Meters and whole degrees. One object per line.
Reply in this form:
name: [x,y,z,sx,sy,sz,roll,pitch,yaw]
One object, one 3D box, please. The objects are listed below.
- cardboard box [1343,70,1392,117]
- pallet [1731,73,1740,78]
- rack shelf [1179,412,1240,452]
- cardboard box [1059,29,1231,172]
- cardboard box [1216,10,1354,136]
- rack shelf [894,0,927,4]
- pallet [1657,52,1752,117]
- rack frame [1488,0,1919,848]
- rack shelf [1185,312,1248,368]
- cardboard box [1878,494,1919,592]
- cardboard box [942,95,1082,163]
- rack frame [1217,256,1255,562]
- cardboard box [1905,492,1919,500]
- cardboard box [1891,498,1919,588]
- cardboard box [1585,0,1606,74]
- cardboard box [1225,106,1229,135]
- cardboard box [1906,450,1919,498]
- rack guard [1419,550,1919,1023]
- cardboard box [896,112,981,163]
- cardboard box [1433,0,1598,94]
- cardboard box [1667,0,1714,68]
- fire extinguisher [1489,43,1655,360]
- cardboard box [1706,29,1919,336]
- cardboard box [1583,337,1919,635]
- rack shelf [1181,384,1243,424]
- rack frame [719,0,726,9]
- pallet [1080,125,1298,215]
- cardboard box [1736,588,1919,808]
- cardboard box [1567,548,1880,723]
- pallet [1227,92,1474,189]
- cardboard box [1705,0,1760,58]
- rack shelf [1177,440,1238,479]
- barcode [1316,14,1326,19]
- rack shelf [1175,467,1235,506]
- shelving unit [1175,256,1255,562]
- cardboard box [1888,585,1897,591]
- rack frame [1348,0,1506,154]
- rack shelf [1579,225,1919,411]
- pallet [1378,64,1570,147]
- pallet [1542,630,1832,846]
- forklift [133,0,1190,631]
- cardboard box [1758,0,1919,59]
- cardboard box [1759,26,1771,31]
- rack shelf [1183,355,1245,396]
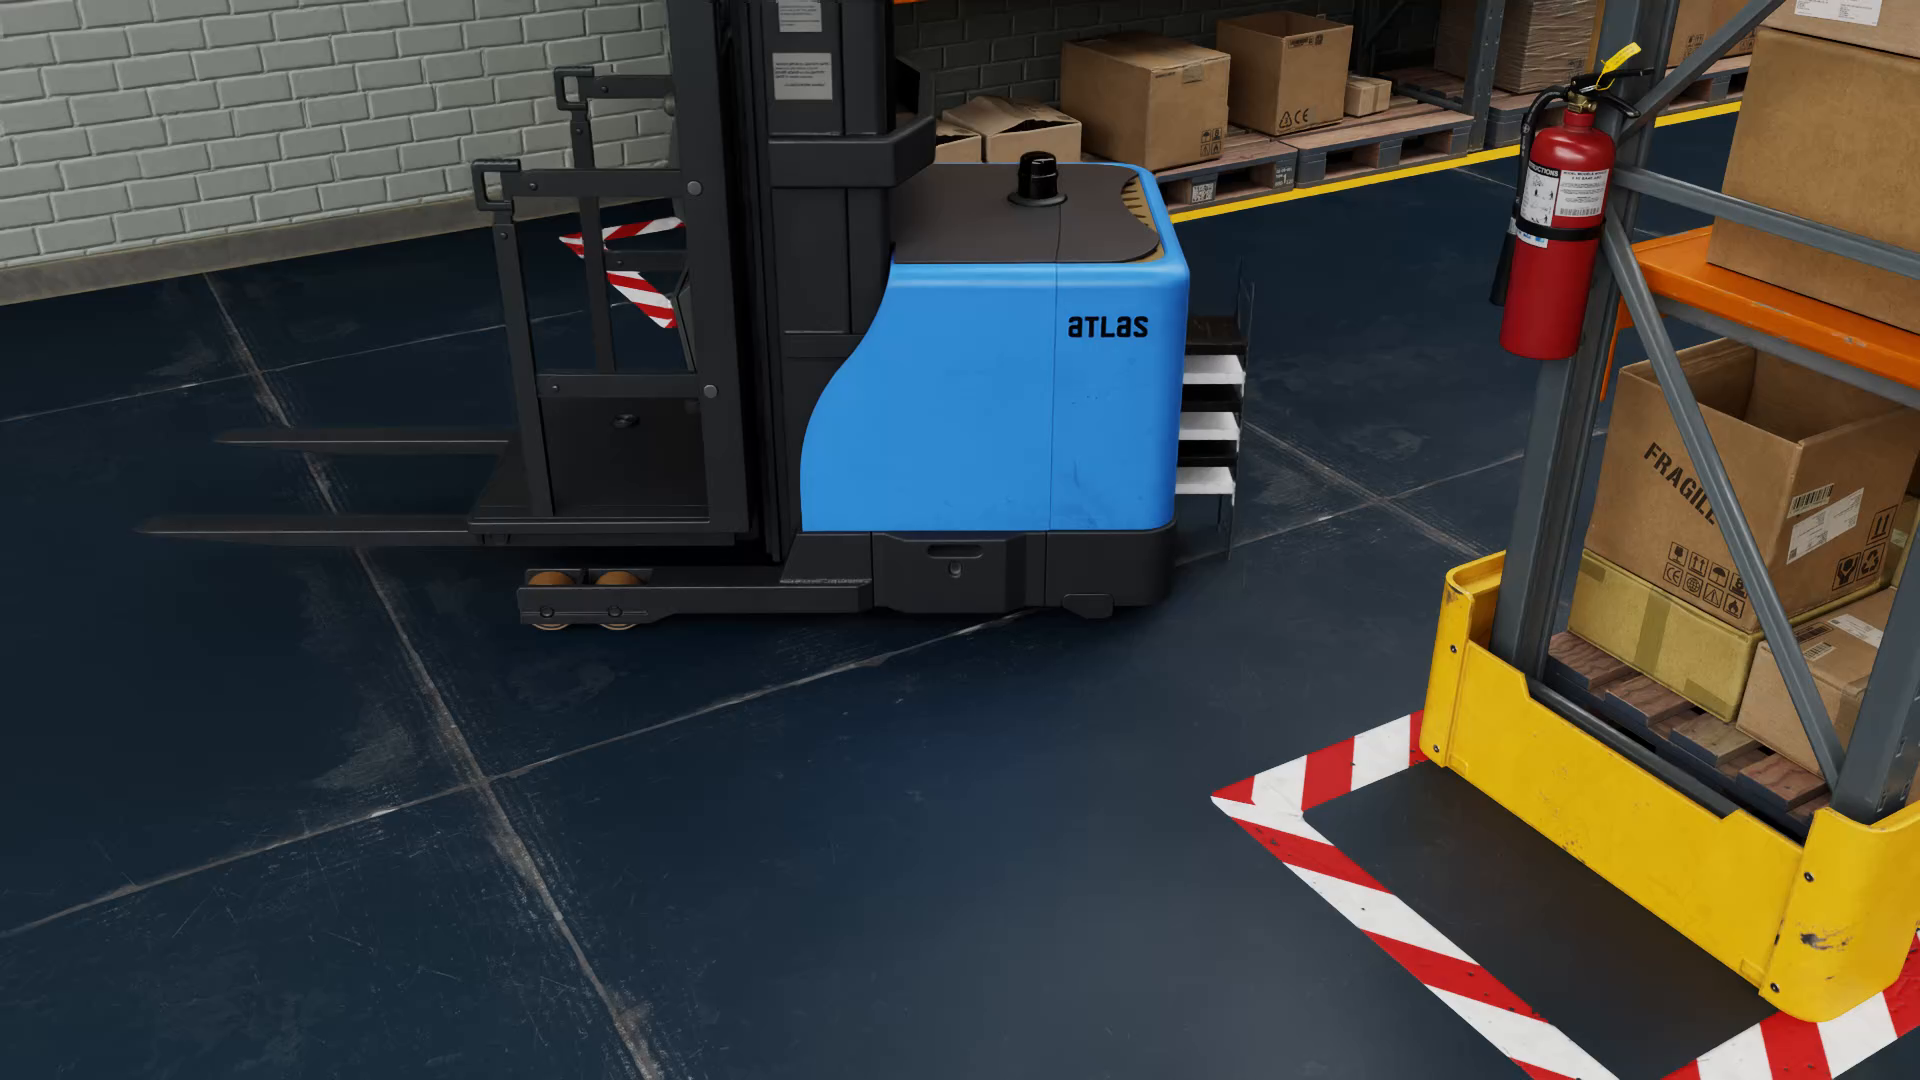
cardboard box: [2.113,-2.445,9.053,0.250,0.166,0.380,-21,35,-33]
pallet: [5.334,-3.204,10.837,1.213,0.211,1.003,-16,33,-26]
rack shelf: [0.726,-0.355,5.030,0.200,0.077,0.258,0,29,0]
cardboard box: [0.902,-2.185,8.237,0.500,0.500,0.700,-18,34,-29]
cardboard box: [1.685,-2.464,8.741,0.500,0.500,0.500,-19,34,-30]
rack shelf: [0.835,-2.832,8.021,4.000,0.370,1.077,-16,33,-26]
pallet: [4.283,-2.907,10.299,1.213,0.211,1.003,-16,33,-26]
rack frame: [1.624,-0.594,3.222,0.127,3.000,1.000,-16,33,-26]
rack shelf: [0.726,-0.591,4.900,0.200,0.077,0.258,0,29,0]
cardboard box: [2.361,0.044,4.477,0.500,0.250,0.500,-16,33,-26]
cardboard box: [0.244,-1.944,7.995,0.500,0.311,0.500,-13,31,-22]
rack frame: [0.828,-0.384,5.015,0.006,0.900,0.240,0,29,0]
cardboard box: [2.791,-0.079,4.700,0.500,0.250,0.500,-16,33,-26]
cardboard box: [2.629,-0.064,3.897,0.500,0.500,0.500,-16,33,-26]
cardboard box: [3.606,-3.069,9.838,0.500,0.500,0.700,-17,33,-27]
cardboard box: [1.170,-2.197,8.622,0.250,0.149,0.380,-19,34,-30]
cardboard box: [2.790,-0.409,4.521,0.500,0.500,0.500,-16,33,-26]
rack guard: [1.603,0.506,3.816,0.348,0.500,1.175,-16,33,-26]
cardboard box: [-0.247,-1.804,7.742,0.500,0.311,0.500,-20,35,-32]
cardboard box: [3.186,-2.921,9.571,0.500,0.500,0.700,-15,32,-25]
cardboard box: [4.066,-3.177,10.034,0.500,0.500,0.700,-15,32,-26]
fire extinguisher: [1.286,-0.725,3.539,0.183,0.674,0.296,-16,33,-26]
cardboard box: [2.033,-0.747,3.396,0.500,0.500,0.700,-16,33,-26]
cardboard box: [1.935,-0.158,4.067,0.500,0.500,0.500,-16,33,-26]
rack shelf: [0.726,-0.434,4.987,0.200,0.077,0.258,0,29,0]
rack frame: [-0.889,-2.657,6.960,0.127,3.000,1.000,-16,33,-26]
pallet: [0.945,-1.936,8.539,1.213,0.211,1.003,-16,33,-26]
cardboard box: [2.199,0.387,3.855,0.500,0.250,0.500,-16,33,-26]
cardboard box: [1.936,0.171,4.246,0.500,0.250,0.500,-16,33,-26]
pallet: [1.998,-2.236,9.083,1.213,0.211,1.003,-16,33,-26]
cardboard box: [4.497,-3.304,10.265,0.500,0.500,0.700,-16,33,-27]
rack shelf: [0.726,-0.276,5.074,0.200,0.077,0.258,0,29,0]
barcode: [1.972,-2.842,9.096,0.075,0.075,0.001,-16,33,-26]
rack shelf: [0.726,-0.197,5.117,0.200,0.077,0.258,0,29,0]
shelving unit: [0.726,-0.384,5.014,0.210,0.900,0.258,0,29,0]
cardboard box: [2.628,0.263,4.080,0.500,0.250,0.500,-16,33,-26]
rack frame: [2.559,-3.636,8.734,0.127,3.000,1.000,-16,33,-26]
rack shelf: [3.348,-0.769,4.283,4.000,0.370,1.077,-16,33,-26]
pallet: [3.230,-2.606,9.754,1.213,0.211,1.003,-16,33,-26]
pallet: [2.262,0.422,4.267,1.213,0.211,1.003,-16,33,-26]
forklift: [-0.897,-1.280,4.537,3.031,2.935,1.130,0,29,0]
cardboard box: [1.856,-1.095,3.355,0.250,0.149,0.380,-16,33,-27]
cardboard box: [4.911,-3.438,10.507,0.500,0.500,0.700,-16,33,-26]
rack shelf: [0.726,-0.512,4.943,0.200,0.077,0.258,0,29,0]
